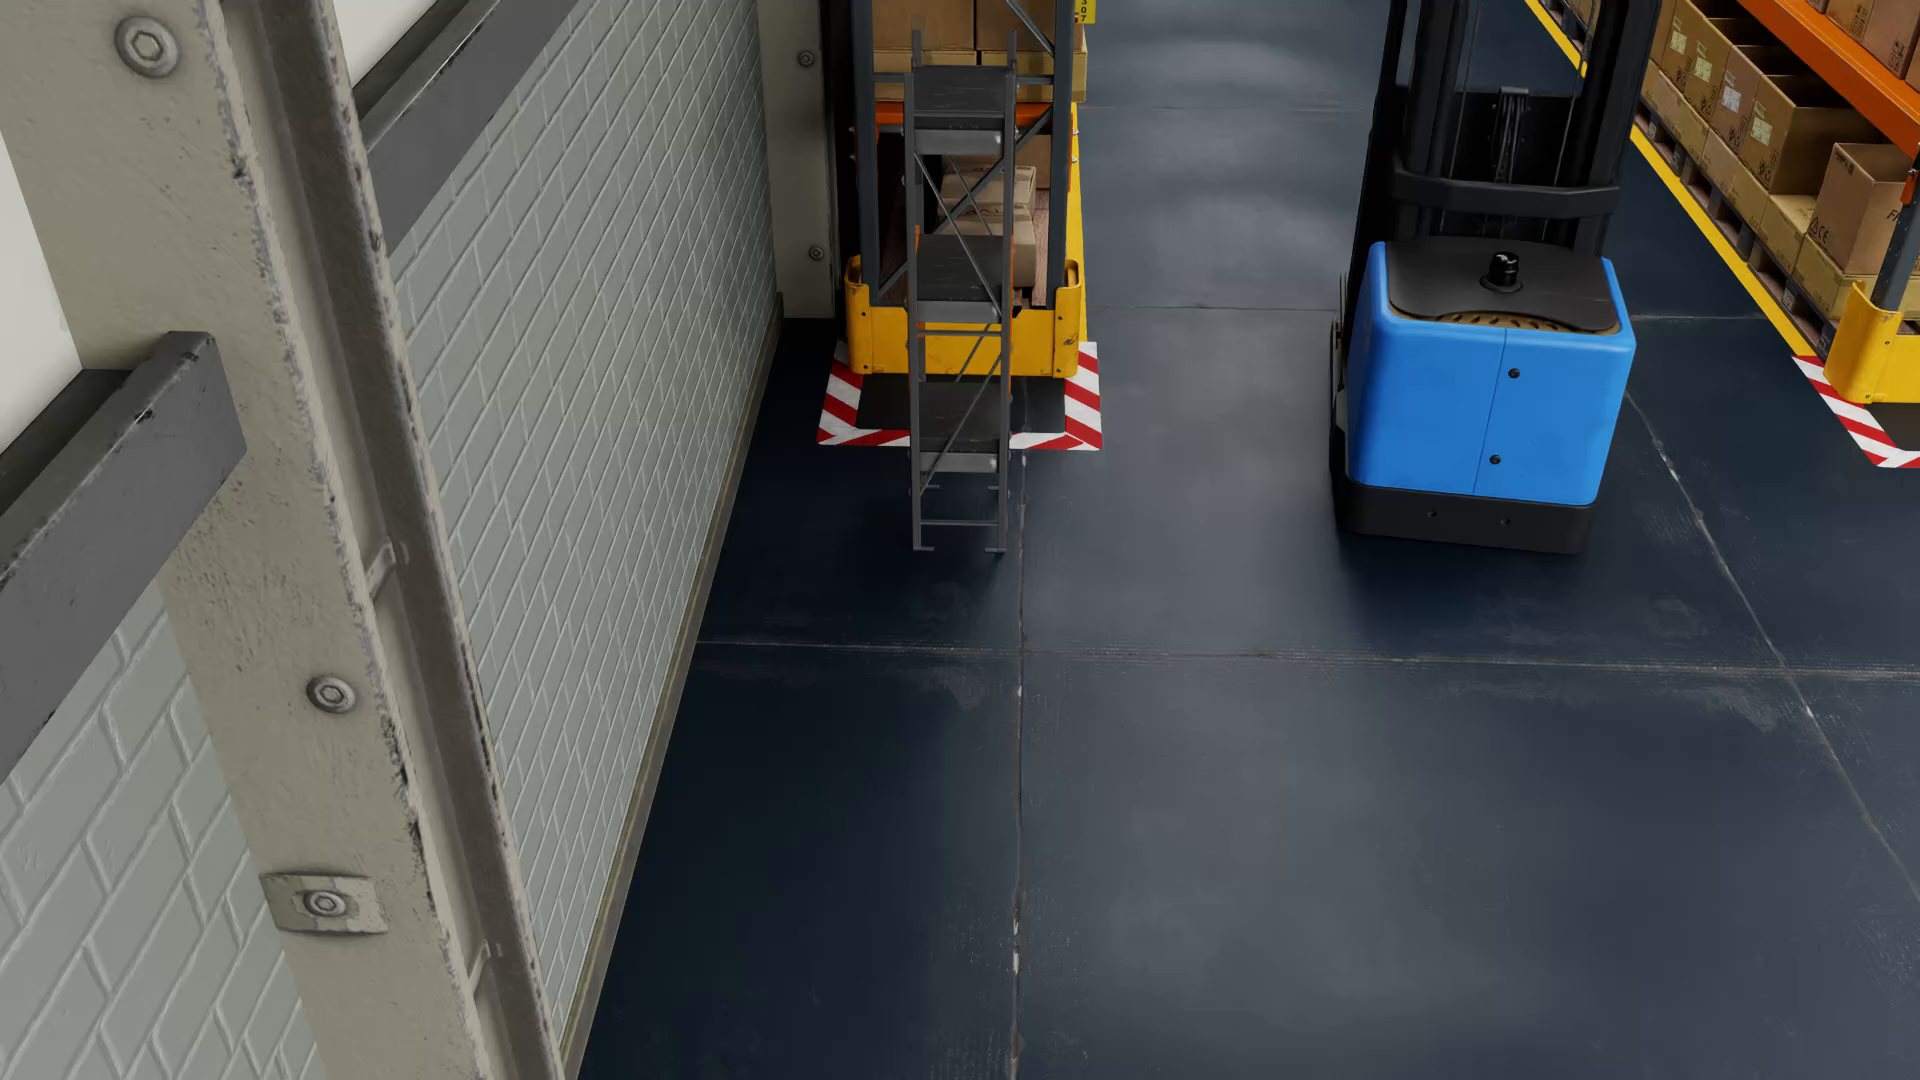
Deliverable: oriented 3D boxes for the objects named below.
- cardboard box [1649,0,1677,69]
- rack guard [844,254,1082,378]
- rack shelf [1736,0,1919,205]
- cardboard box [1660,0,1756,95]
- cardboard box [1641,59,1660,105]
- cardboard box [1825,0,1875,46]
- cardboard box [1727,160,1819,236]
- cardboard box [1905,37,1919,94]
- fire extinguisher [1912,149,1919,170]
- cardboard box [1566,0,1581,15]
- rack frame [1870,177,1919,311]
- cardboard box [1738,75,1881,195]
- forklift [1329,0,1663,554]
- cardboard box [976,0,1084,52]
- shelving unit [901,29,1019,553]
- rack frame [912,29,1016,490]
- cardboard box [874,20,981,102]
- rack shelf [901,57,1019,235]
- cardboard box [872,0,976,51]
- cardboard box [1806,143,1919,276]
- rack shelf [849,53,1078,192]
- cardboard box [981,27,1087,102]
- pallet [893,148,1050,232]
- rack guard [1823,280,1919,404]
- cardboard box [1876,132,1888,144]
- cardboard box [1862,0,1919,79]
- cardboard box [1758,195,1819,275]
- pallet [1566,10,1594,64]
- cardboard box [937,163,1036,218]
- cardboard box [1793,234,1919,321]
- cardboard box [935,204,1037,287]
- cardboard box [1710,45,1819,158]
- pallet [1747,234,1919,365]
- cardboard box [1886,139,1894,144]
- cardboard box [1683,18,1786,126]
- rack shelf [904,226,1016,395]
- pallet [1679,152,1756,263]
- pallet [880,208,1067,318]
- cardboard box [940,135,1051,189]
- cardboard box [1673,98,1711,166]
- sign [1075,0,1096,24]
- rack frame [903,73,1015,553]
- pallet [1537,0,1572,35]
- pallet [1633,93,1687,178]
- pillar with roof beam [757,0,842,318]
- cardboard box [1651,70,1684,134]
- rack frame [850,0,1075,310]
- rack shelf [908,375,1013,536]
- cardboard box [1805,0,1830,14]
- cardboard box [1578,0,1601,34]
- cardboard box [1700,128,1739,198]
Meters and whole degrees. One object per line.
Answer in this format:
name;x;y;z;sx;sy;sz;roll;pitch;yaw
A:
cardboard box;4.793;-3.396;10.847;0.500;0.500;0.500;1;35;2
rack guard;0.017;-1.137;8.433;1.175;0.500;0.348;1;35;2
rack shelf;5.044;-2.858;9.334;1.077;0.370;4.000;1;35;2
cardboard box;4.781;-3.109;10.438;0.500;0.500;0.500;1;35;2
cardboard box;4.803;-3.089;11.063;0.500;0.250;0.500;1;35;2
cardboard box;5.038;-2.899;8.680;0.700;0.500;0.500;2;35;2
cardboard box;4.717;-1.940;9.428;0.500;0.250;0.500;1;35;2
cardboard box;4.996;-2.312;7.844;0.700;0.500;0.500;1;35;2
fire extinguisher;4.495;-1.915;7.433;0.296;0.674;0.183;1;35;2
cardboard box;4.894;-4.178;12.612;0.500;0.250;0.500;2;35;3
rack frame;4.964;-2.003;7.492;1.000;3.000;0.127;1;35;2
cardboard box;4.714;-2.247;9.212;0.500;0.500;0.500;1;35;2
forklift;2.422;-1.979;7.517;1.130;2.935;3.031;6;36;9
cardboard box;0.334;-2.637;7.854;0.500;0.500;0.500;1;35;2
shelving unit;0.007;-0.954;6.782;0.431;2.100;0.503;1;35;2
rack frame;0.016;-1.094;6.981;0.400;2.100;0.015;1;35;2
cardboard box;-0.161;-2.336;8.078;0.500;0.250;0.500;2;35;3
rack shelf;0.007;-1.516;6.387;0.431;0.518;0.480;1;35;2
cardboard box;-0.179;-2.645;7.866;0.500;0.500;0.500;1;35;1
cardboard box;4.688;-1.672;8.394;0.500;0.500;0.500;1;35;2
rack shelf;0.095;-2.970;9.494;1.077;0.370;4.000;1;35;2
cardboard box;0.351;-2.336;8.078;0.500;0.250;0.500;0;35;1
pallet;0.137;-2.184;10.173;1.003;0.211;1.213;1;35;2
rack guard;4.963;-0.967;8.191;1.175;0.500;0.348;1;35;2
cardboard box;5.233;-2.235;9.195;0.500;0.500;0.500;1;35;2
cardboard box;5.012;-2.614;8.274;0.700;0.500;0.500;2;35;3
cardboard box;4.698;-1.653;9.019;0.500;0.250;0.500;1;35;2
pallet;5.115;-3.585;12.167;1.003;0.211;1.213;1;35;2
cardboard box;0.155;-1.919;9.327;0.500;0.311;0.500;4;35;6
cardboard box;4.690;-1.365;8.610;0.500;0.250;0.500;1;35;2
cardboard box;0.132;-1.591;8.861;0.500;0.311;0.500;-2;35;-3
cardboard box;4.735;-2.534;9.621;0.500;0.500;0.500;1;35;2
pallet;4.953;-1.303;8.920;1.003;0.211;1.213;1;35;2
cardboard box;5.226;-1.947;8.786;0.500;0.500;0.500;1;35;2
cardboard box;4.753;-2.821;10.030;0.500;0.500;0.500;1;35;2
rack shelf;0.007;-0.943;6.789;0.431;0.518;0.480;1;35;2
pallet;5.005;-2.002;9.915;1.003;0.211;1.213;1;35;2
pallet;0.085;-1.484;9.179;1.003;0.211;1.213;1;35;2
cardboard box;0.234;-2.416;9.871;0.700;0.500;0.500;-1;35;-1
cardboard box;4.753;-2.515;10.246;0.500;0.250;0.500;1;35;2
sign;0.556;-2.457;7.385;0.100;0.325;0.005;1;35;2
rack frame;-0.003;-0.814;6.582;0.400;2.100;0.015;1;35;2
pallet;5.162;-4.288;13.167;1.003;0.211;1.213;1;35;2
pallet;5.051;-2.705;10.915;1.003;0.211;1.213;1;35;2
pillar with roof beam;3.480;-4.893;6.386;9.100;9.000;0.400;1;35;2
cardboard box;4.778;-2.802;10.654;0.500;0.250;0.500;1;35;2
rack frame;0.014;-2.116;7.652;1.000;3.000;0.127;1;35;2
rack shelf;0.007;-0.370;7.192;0.431;0.518;0.480;1;35;2
cardboard box;5.055;-3.202;9.110;0.700;0.500;0.500;2;35;3
cardboard box;4.874;-3.884;12.194;0.500;0.250;0.500;1;35;1
cardboard box;4.739;-2.227;9.837;0.500;0.250;0.500;1;35;2
